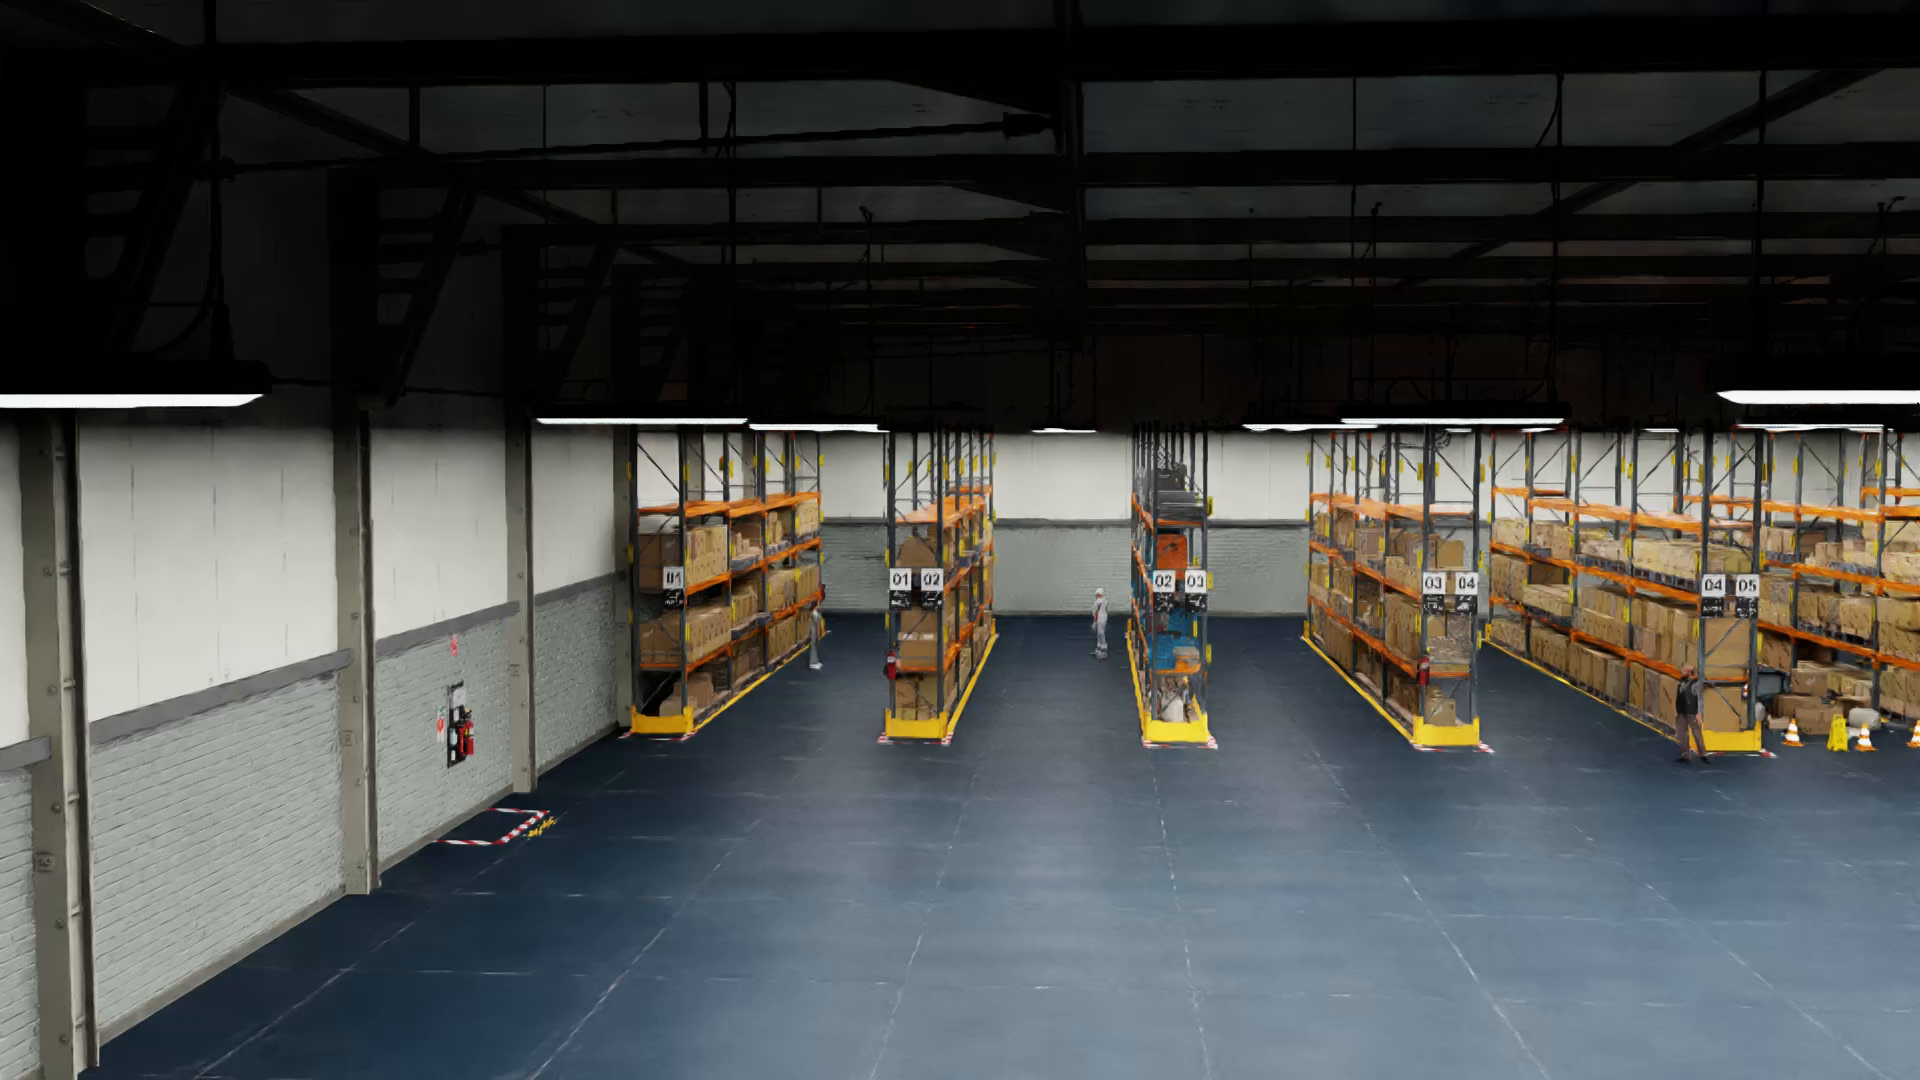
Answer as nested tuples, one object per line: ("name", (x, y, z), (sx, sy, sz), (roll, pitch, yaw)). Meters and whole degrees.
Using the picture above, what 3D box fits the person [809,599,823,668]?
("person", (-3.528, 2.284, 40.816), (0.389, 1.676, 0.556), (-1, 4, -17))

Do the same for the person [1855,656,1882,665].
("person", (22.667, 2.206, 41.439), (0.587, 1.763, 0.676), (2, 4, 25))

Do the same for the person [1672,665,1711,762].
("person", (12.800, 3.037, 29.076), (0.538, 1.708, 0.630), (-2, 4, -23))

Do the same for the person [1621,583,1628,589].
("person", (18.821, 1.939, 46.811), (0.522, 1.665, 0.570), (-1, 4, -21))

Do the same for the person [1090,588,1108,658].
("person", (3.560, 2.117, 42.650), (0.588, 1.784, 0.666), (2, 4, 26))
